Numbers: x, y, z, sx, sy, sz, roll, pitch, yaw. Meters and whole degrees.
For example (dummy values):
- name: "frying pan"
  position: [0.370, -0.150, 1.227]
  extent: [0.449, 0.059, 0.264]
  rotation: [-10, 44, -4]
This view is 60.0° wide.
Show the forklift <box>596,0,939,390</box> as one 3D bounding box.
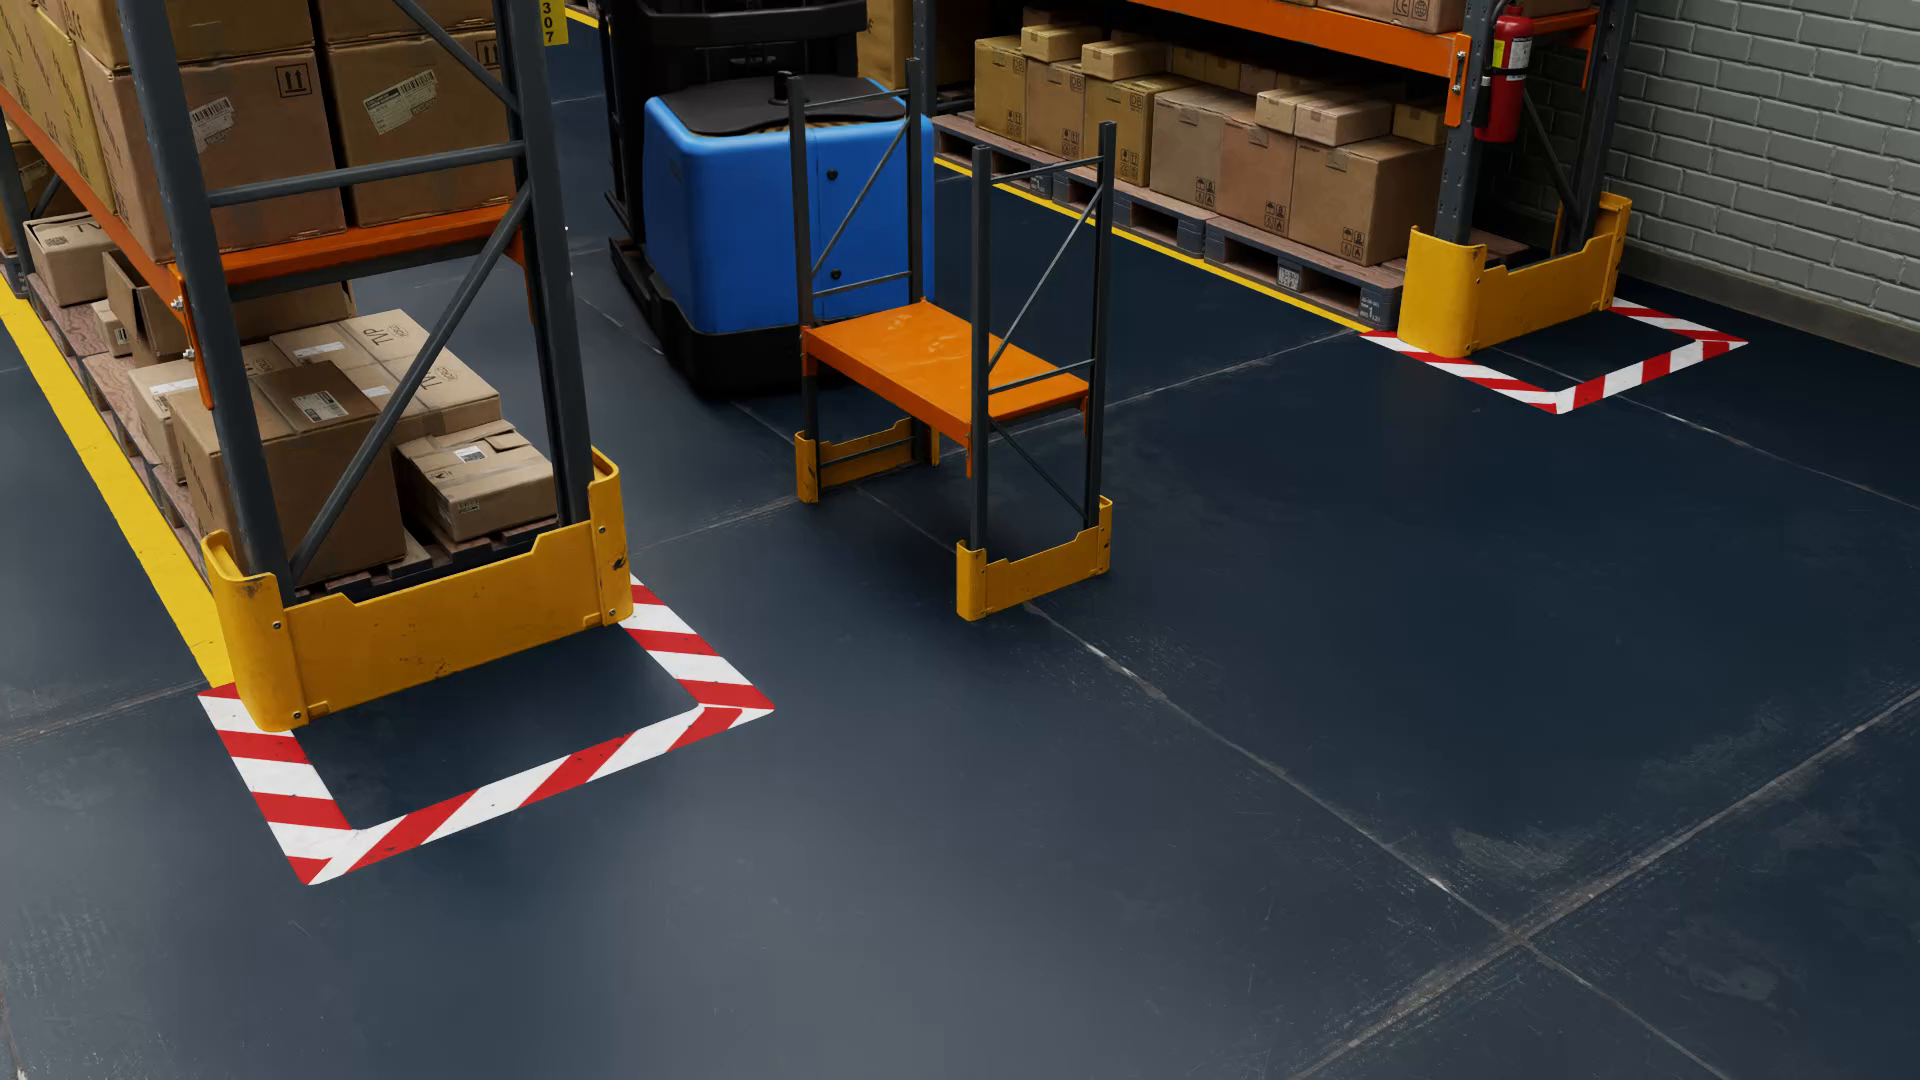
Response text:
- name: "forklift"
  position: [-1.080, -2.580, 7.429]
  extent: [1.130, 2.935, 3.031]
  rotation: [-10, 30, -18]

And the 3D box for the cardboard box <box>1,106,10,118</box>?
- name: "cardboard box"
  position: [-4.671, -1.912, 8.286]
  extent: [0.500, 0.500, 0.500]
  rotation: [-19, 34, -30]

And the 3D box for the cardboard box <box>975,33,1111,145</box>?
- name: "cardboard box"
  position: [0.512, -2.650, 9.666]
  extent: [0.700, 0.500, 0.500]
  rotation: [-18, 33, -30]

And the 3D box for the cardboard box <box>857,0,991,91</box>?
- name: "cardboard box"
  position: [-0.321, -3.340, 10.569]
  extent: [0.750, 0.750, 0.750]
  rotation: [-18, 33, -30]

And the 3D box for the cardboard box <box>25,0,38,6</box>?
- name: "cardboard box"
  position: [-2.632, -1.932, 5.012]
  extent: [0.500, 0.500, 0.500]
  rotation: [-18, 33, -29]

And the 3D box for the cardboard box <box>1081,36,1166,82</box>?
- name: "cardboard box"
  position: [0.865, -2.549, 8.800]
  extent: [0.380, 0.149, 0.250]
  rotation: [-20, 34, -32]

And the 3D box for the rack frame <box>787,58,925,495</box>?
- name: "rack frame"
  position: [-0.344, -0.890, 5.817]
  extent: [0.500, 1.500, 0.032]
  rotation: [-19, 34, -31]

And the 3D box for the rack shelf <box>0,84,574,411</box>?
- name: "rack shelf"
  position: [-2.711, -1.417, 5.970]
  extent: [1.077, 0.370, 4.000]
  rotation: [-19, 34, -31]

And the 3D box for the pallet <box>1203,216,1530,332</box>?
- name: "pallet"
  position: [1.954, -1.392, 8.092]
  extent: [1.003, 0.211, 1.213]
  rotation: [-19, 34, -31]

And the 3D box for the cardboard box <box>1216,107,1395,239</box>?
- name: "cardboard box"
  position: [1.704, -1.853, 8.199]
  extent: [0.700, 0.500, 0.500]
  rotation: [-19, 34, -31]

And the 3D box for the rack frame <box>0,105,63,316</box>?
- name: "rack frame"
  position: [-3.871, -2.511, 7.230]
  extent: [1.000, 3.000, 0.127]
  rotation: [-19, 34, -31]

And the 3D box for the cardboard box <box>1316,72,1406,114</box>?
- name: "cardboard box"
  position: [1.935, -2.147, 8.060]
  extent: [0.380, 0.149, 0.250]
  rotation: [-19, 34, -31]

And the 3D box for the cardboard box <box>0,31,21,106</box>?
- name: "cardboard box"
  position: [-3.210, -1.888, 5.978]
  extent: [0.500, 0.500, 0.500]
  rotation: [-19, 34, -31]

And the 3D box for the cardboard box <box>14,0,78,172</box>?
- name: "cardboard box"
  position: [-2.621, -1.494, 5.254]
  extent: [0.500, 0.500, 0.500]
  rotation: [-18, 34, -30]

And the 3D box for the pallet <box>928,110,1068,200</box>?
- name: "pallet"
  position: [0.539, -2.341, 9.839]
  extent: [1.003, 0.211, 1.213]
  rotation: [-19, 34, -31]

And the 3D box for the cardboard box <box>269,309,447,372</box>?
- name: "cardboard box"
  position: [-2.216, -0.619, 6.167]
  extent: [0.500, 0.250, 0.500]
  rotation: [-19, 34, -31]

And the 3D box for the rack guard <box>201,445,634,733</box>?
- name: "rack guard"
  position: [-1.595, 0.113, 5.017]
  extent: [1.175, 0.500, 0.348]
  rotation: [-19, 34, -31]

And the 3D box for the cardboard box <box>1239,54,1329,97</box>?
- name: "cardboard box"
  position: [1.642, -2.343, 8.421]
  extent: [0.380, 0.149, 0.250]
  rotation: [-18, 33, -30]

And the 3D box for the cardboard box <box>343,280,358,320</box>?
- name: "cardboard box"
  position: [-2.875, -1.088, 6.966]
  extent: [0.500, 0.311, 0.500]
  rotation: [-19, 34, -31]

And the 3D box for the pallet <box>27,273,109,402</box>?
- name: "pallet"
  position: [-3.474, -1.018, 7.403]
  extent: [1.003, 0.211, 1.213]
  rotation: [-19, 34, -31]

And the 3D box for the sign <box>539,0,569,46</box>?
- name: "sign"
  position: [-1.109, -1.486, 4.436]
  extent: [0.100, 0.325, 0.005]
  rotation: [-19, 34, -31]

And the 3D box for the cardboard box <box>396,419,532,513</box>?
- name: "cardboard box"
  position: [-1.659, -0.259, 5.591]
  extent: [0.380, 0.166, 0.250]
  rotation: [-19, 34, -31]

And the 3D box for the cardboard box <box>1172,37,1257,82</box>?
- name: "cardboard box"
  position: [1.346, -2.542, 8.786]
  extent: [0.380, 0.149, 0.250]
  rotation: [-19, 34, -31]

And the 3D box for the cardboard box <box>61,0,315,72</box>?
- name: "cardboard box"
  position: [-2.033, -1.536, 4.282]
  extent: [0.500, 0.500, 0.500]
  rotation: [-19, 34, -31]

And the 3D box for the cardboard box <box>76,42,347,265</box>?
- name: "cardboard box"
  position: [-2.033, -1.098, 4.524]
  extent: [0.500, 0.500, 0.500]
  rotation: [-18, 33, -29]

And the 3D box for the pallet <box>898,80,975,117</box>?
- name: "pallet"
  position: [-0.347, -2.937, 10.937]
  extent: [1.003, 0.211, 1.213]
  rotation: [-19, 34, -31]

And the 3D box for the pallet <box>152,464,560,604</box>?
- name: "pallet"
  position: [-2.058, -0.069, 5.656]
  extent: [1.003, 0.211, 1.213]
  rotation: [-19, 34, -31]

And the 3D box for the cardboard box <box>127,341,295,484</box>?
- name: "cardboard box"
  position: [-2.594, -0.461, 5.877]
  extent: [0.500, 0.250, 0.500]
  rotation: [-19, 34, -31]

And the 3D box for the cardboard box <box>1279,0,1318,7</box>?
- name: "cardboard box"
  position: [1.747, -2.935, 7.698]
  extent: [0.980, 0.700, 0.700]
  rotation: [-19, 34, -31]

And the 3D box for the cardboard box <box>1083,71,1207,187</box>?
- name: "cardboard box"
  position: [1.096, -2.254, 8.936]
  extent: [0.700, 0.500, 0.500]
  rotation: [-18, 33, -30]

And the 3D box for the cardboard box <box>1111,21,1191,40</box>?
- name: "cardboard box"
  position: [1.050, -2.740, 9.152]
  extent: [0.380, 0.149, 0.250]
  rotation: [-20, 34, -32]

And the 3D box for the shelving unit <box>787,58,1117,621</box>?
- name: "shelving unit"
  position: [-0.044, -0.689, 5.447]
  extent: [0.587, 1.500, 1.083]
  rotation: [-19, 34, -31]

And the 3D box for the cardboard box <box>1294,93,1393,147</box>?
- name: "cardboard box"
  position: [1.771, -1.943, 7.685]
  extent: [0.380, 0.149, 0.250]
  rotation: [-19, 34, -31]

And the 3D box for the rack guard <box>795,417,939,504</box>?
- name: "rack guard"
  position: [-0.333, -0.333, 6.101]
  extent: [0.587, 0.250, 0.087]
  rotation: [-19, 34, -31]

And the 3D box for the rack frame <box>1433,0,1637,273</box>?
- name: "rack frame"
  position: [2.482, -2.328, 6.894]
  extent: [1.000, 3.000, 0.127]
  rotation: [-19, 34, -31]

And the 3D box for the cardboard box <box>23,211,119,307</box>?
- name: "cardboard box"
  position: [-3.804, -1.299, 7.356]
  extent: [0.500, 0.311, 0.500]
  rotation: [-19, 34, -31]
